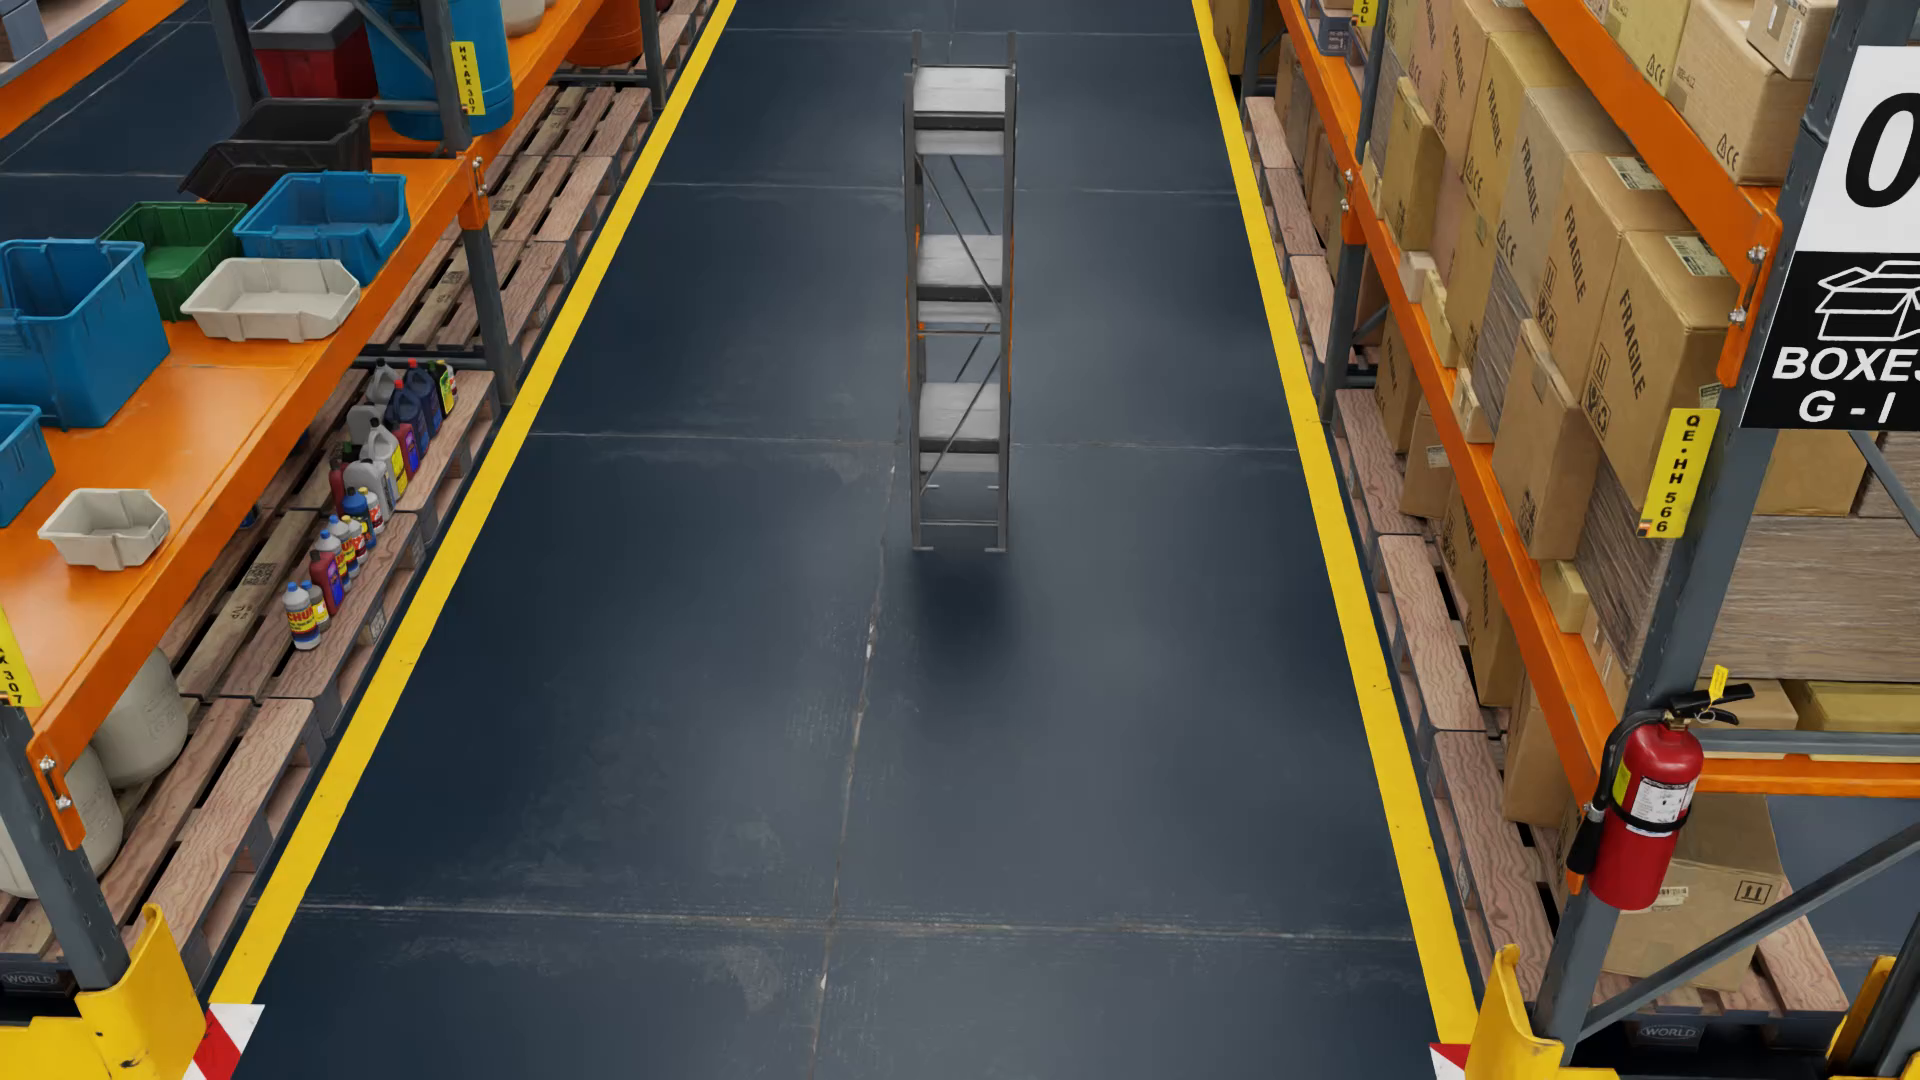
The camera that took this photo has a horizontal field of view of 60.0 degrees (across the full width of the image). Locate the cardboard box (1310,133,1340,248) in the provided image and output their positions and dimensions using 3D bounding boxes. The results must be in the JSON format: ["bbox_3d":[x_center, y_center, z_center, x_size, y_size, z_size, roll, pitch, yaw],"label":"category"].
[{"bbox_3d":[2.355,-1.915,9.157,0.700,0.500,0.500,-2,35,-2],"label":"cardboard box"}]

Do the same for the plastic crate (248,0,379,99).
[{"bbox_3d":[-2.987,-2.236,7.767,0.402,0.464,0.583,1,35,2],"label":"plastic crate"}]

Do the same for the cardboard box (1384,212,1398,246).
[{"bbox_3d":[1.934,-1.303,6.714,0.380,0.149,0.250,1,35,2],"label":"cardboard box"}]

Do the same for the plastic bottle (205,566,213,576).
[{"bbox_3d":[-3.057,0.041,6.633,0.097,0.201,0.097,0,35,0],"label":"plastic bottle"}]

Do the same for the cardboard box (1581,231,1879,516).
[{"bbox_3d":[1.863,-0.405,4.003,0.500,0.500,0.500,1,35,2],"label":"cardboard box"}]

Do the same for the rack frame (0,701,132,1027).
[{"bbox_3d":[-2.861,0.374,4.110,1.000,3.000,0.127,1,35,2],"label":"rack frame"}]

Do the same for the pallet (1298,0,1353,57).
[{"bbox_3d":[2.371,-2.892,8.923,1.003,0.211,1.213,1,35,2],"label":"pallet"}]

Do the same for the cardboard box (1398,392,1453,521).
[{"bbox_3d":[2.177,-0.401,7.021,0.500,0.500,0.500,12,37,17],"label":"cardboard box"}]

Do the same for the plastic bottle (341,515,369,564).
[{"bbox_3d":[-2.455,-0.007,6.703,0.097,0.201,0.097,0,35,0],"label":"plastic bottle"}]

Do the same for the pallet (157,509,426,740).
[{"bbox_3d":[-2.815,0.304,6.634,1.003,0.211,1.213,1,35,2],"label":"pallet"}]

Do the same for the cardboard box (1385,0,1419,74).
[{"bbox_3d":[1.977,-2.129,6.456,0.500,0.500,0.500,1,35,2],"label":"cardboard box"}]

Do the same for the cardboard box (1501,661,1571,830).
[{"bbox_3d":[2.120,0.636,5.545,0.500,0.500,0.500,10,36,14],"label":"cardboard box"}]

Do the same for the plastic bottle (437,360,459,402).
[{"bbox_3d":[-2.403,-0.744,7.751,0.097,0.201,0.097,0,35,0],"label":"plastic bottle"}]

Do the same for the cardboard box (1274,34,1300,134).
[{"bbox_3d":[2.402,-2.880,10.531,0.700,0.500,0.500,0,35,-1],"label":"cardboard box"}]

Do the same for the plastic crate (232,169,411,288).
[{"bbox_3d":[-2.473,-1.222,6.509,0.499,0.251,0.616,1,35,2],"label":"plastic crate"}]

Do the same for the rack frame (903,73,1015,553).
[{"bbox_3d":[-0.003,-0.814,6.582,0.400,2.100,0.015,1,35,2],"label":"rack frame"}]

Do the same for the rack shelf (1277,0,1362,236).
[{"bbox_3d":[2.329,-2.665,9.059,1.077,0.370,4.000,1,35,2],"label":"rack shelf"}]

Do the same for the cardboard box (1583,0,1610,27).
[{"bbox_3d":[1.900,-1.542,4.357,0.500,0.250,0.500,2,35,3],"label":"cardboard box"}]

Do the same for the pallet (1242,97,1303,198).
[{"bbox_3d":[2.377,-2.519,10.650,1.003,0.211,1.213,1,35,2],"label":"pallet"}]

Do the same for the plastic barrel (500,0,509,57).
[{"bbox_3d":[-2.443,-2.525,8.116,0.433,0.535,0.433,0,35,0],"label":"plastic barrel"}]

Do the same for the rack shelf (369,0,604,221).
[{"bbox_3d":[-2.620,-2.779,9.222,1.077,0.370,4.000,1,35,2],"label":"rack shelf"}]

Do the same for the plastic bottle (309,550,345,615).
[{"bbox_3d":[-2.449,0.141,6.421,0.061,0.283,0.133,2,35,3],"label":"plastic bottle"}]

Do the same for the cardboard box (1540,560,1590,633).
[{"bbox_3d":[1.863,0.134,4.669,0.380,0.149,0.250,1,35,2],"label":"cardboard box"}]

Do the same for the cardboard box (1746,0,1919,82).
[{"bbox_3d":[1.787,-1.008,3.250,0.380,0.149,0.250,1,35,2],"label":"cardboard box"}]

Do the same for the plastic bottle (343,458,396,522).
[{"bbox_3d":[-2.469,-0.224,6.947,0.152,0.276,0.135,2,35,3],"label":"plastic bottle"}]

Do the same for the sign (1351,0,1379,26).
[{"bbox_3d":[1.694,-2.295,6.899,0.100,0.325,0.005,1,35,2],"label":"sign"}]

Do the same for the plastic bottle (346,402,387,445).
[{"bbox_3d":[-2.595,-0.492,7.328,0.152,0.276,0.135,1,35,2],"label":"plastic bottle"}]

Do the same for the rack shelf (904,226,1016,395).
[{"bbox_3d":[0.007,-0.943,6.789,0.431,0.518,0.480,1,35,2],"label":"rack shelf"}]

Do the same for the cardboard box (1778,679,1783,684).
[{"bbox_3d":[2.367,0.289,4.448,0.380,0.149,0.250,1,35,2],"label":"cardboard box"}]

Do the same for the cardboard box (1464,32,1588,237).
[{"bbox_3d":[1.928,-1.267,5.229,0.500,0.500,0.500,1,35,2],"label":"cardboard box"}]

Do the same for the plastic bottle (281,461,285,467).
[{"bbox_3d":[-3.032,-0.448,7.269,0.097,0.271,0.097,0,35,0],"label":"plastic bottle"}]

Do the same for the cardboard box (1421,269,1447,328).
[{"bbox_3d":[1.914,-0.872,6.101,0.380,0.149,0.250,1,35,2],"label":"cardboard box"}]

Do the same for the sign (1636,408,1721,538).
[{"bbox_3d":[1.534,-0.139,3.558,0.100,0.325,0.005,1,35,2],"label":"sign"}]

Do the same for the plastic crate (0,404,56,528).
[{"bbox_3d":[-3.108,-0.233,5.102,0.499,0.251,0.408,1,35,2],"label":"plastic crate"}]

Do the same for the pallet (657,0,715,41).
[{"bbox_3d":[-2.498,-4.235,13.092,1.003,0.211,1.213,1,35,2],"label":"pallet"}]

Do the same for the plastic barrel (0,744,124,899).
[{"bbox_3d":[-2.911,0.840,5.245,0.421,0.512,0.421,0,35,0],"label":"plastic barrel"}]

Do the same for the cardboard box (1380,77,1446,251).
[{"bbox_3d":[2.114,-1.429,6.329,0.875,0.500,0.500,1,35,2],"label":"cardboard box"}]

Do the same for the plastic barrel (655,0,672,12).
[{"bbox_3d":[-2.492,-4.338,12.546,0.600,0.588,0.708,1,35,2],"label":"plastic barrel"}]

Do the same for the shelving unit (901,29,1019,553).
[{"bbox_3d":[0.007,-0.954,6.782,0.431,2.100,0.503,1,35,2],"label":"shelving unit"}]

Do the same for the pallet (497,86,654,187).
[{"bbox_3d":[-2.609,-2.638,10.820,1.003,0.211,1.213,1,35,2],"label":"pallet"}]

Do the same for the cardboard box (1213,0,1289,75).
[{"bbox_3d":[2.458,-3.807,11.541,1.225,0.875,0.875,0,35,0],"label":"cardboard box"}]

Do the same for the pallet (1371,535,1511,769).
[{"bbox_3d":[2.211,0.420,6.469,1.003,0.211,1.213,1,35,2],"label":"pallet"}]

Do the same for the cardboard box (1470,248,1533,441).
[{"bbox_3d":[2.101,-0.566,5.101,0.875,0.500,0.500,1,35,2],"label":"cardboard box"}]

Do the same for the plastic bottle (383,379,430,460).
[{"bbox_3d":[-2.446,-0.534,7.322,0.144,0.351,0.185,0,35,0],"label":"plastic bottle"}]

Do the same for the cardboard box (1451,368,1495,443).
[{"bbox_3d":[1.849,-0.442,5.489,0.380,0.149,0.250,1,35,2],"label":"cardboard box"}]

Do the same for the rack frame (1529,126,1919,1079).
[{"bbox_3d":[2.088,0.488,3.947,1.000,3.000,0.127,1,35,2],"label":"rack frame"}]
